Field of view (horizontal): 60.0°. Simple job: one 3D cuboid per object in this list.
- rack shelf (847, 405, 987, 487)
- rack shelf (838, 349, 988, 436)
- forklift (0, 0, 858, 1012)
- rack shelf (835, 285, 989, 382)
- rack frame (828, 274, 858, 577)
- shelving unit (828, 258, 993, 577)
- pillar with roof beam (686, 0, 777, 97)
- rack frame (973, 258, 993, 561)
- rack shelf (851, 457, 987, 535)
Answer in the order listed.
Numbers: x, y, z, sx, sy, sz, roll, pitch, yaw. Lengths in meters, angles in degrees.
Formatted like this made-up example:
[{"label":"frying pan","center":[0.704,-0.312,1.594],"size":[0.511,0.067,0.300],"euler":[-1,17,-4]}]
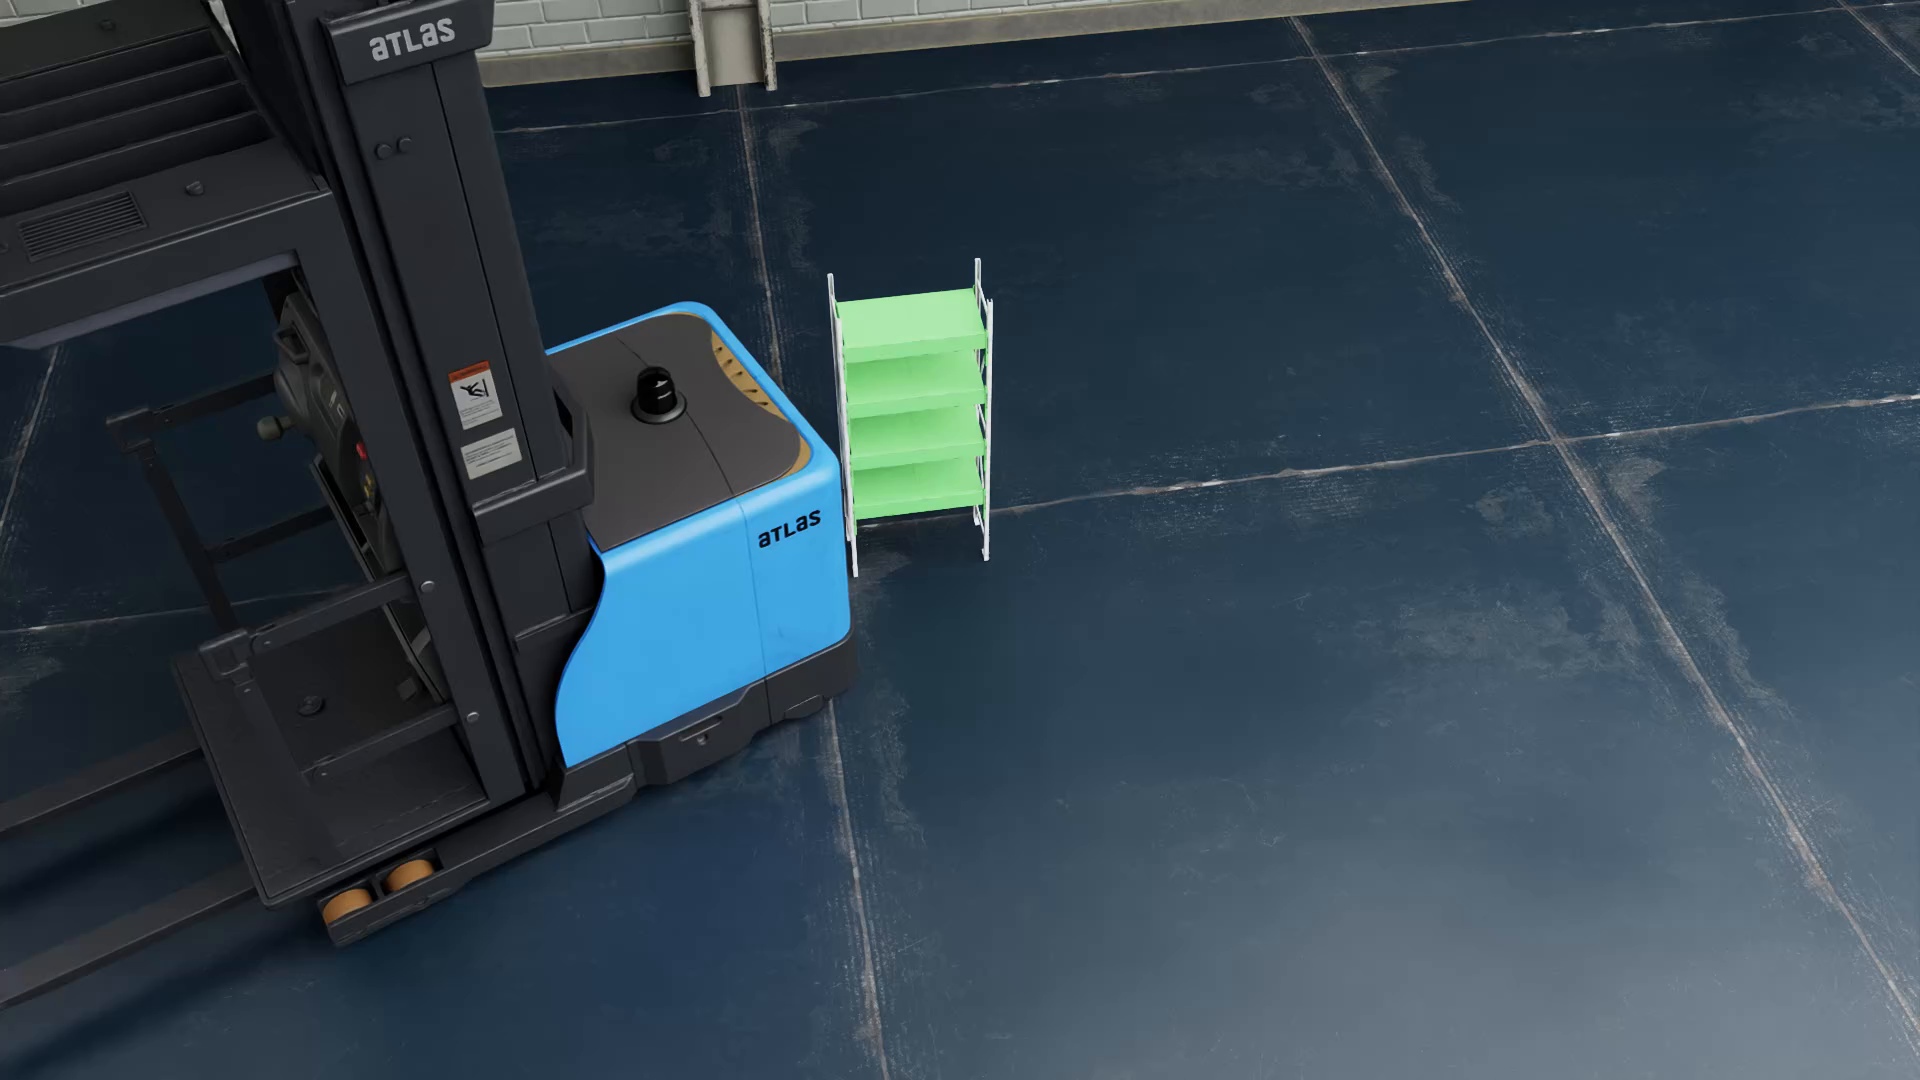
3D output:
[{"label":"rack shelf","center":[-0.163,-0.352,5.844],"size":[0.480,0.148,0.258],"euler":[-7,46,-7]},{"label":"rack shelf","center":[-0.163,-0.518,5.671],"size":[0.480,0.148,0.258],"euler":[-7,46,-7]},{"label":"forklift","center":[-1.870,-0.233,4.439],"size":[3.031,2.935,1.130],"euler":[-24,51,-22]},{"label":"rack shelf","center":[-0.163,-0.685,5.499],"size":[0.480,0.148,0.258],"euler":[-7,46,-7]},{"label":"rack frame","center":[-0.404,-0.366,5.769],"size":[0.015,1.200,0.240],"euler":[-7,46,-7]},{"label":"shelving unit","center":[-0.163,-0.396,5.798],"size":[0.503,1.200,0.258],"euler":[-7,46,-7]},{"label":"pillar with roof beam","center":[-0.416,-2.443,2.354],"size":[0.400,9.000,9.100],"euler":[-7,46,-7]},{"label":"rack frame","center":[0.077,-0.426,5.827],"size":[0.015,1.200,0.240],"euler":[-7,46,-7]},{"label":"rack shelf","center":[-0.163,-0.185,6.017],"size":[0.480,0.148,0.258],"euler":[-7,46,-7]}]
